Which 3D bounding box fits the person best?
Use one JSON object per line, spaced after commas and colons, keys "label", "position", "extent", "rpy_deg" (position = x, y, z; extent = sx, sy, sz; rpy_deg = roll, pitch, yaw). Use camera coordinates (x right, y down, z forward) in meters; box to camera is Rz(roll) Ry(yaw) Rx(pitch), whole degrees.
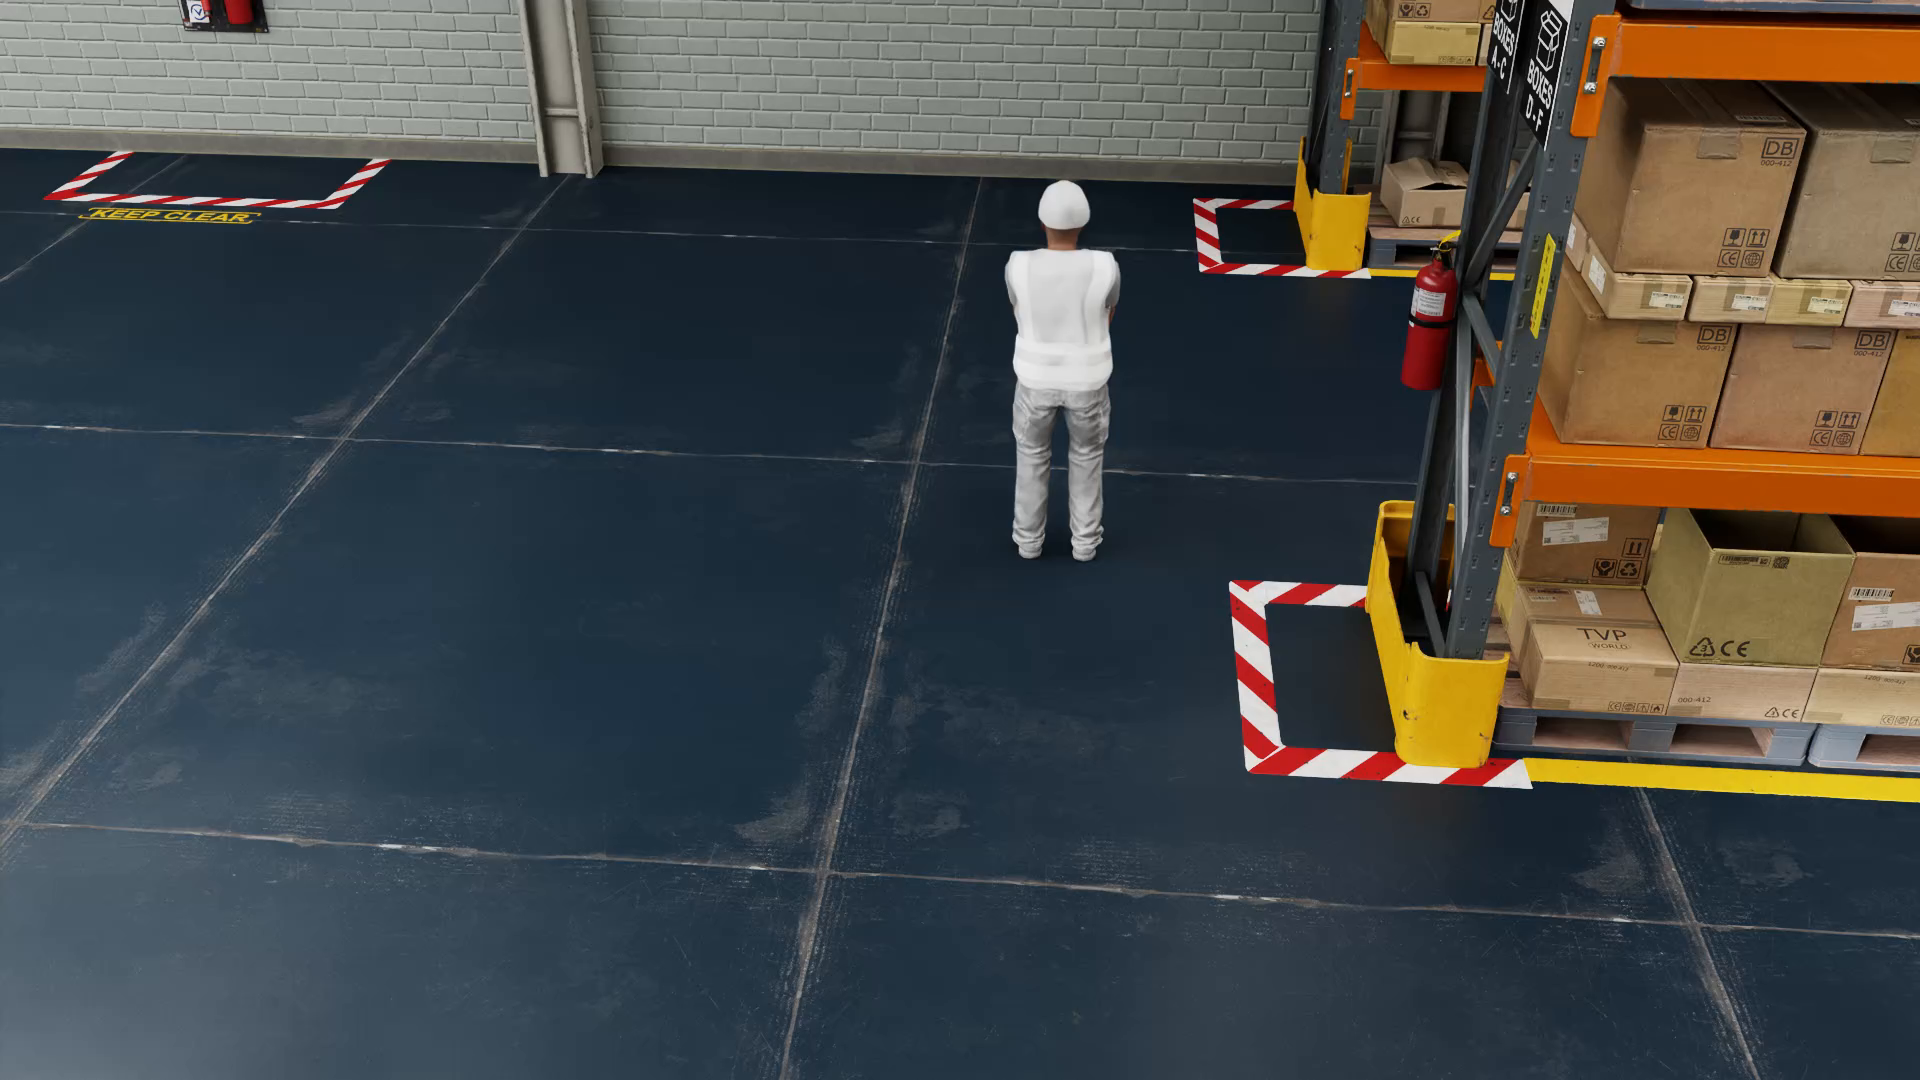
{"label": "person", "position": [0.445, -0.771, 7.366], "extent": [0.489, 1.781, 0.565], "rpy_deg": [3, 32, 4]}
